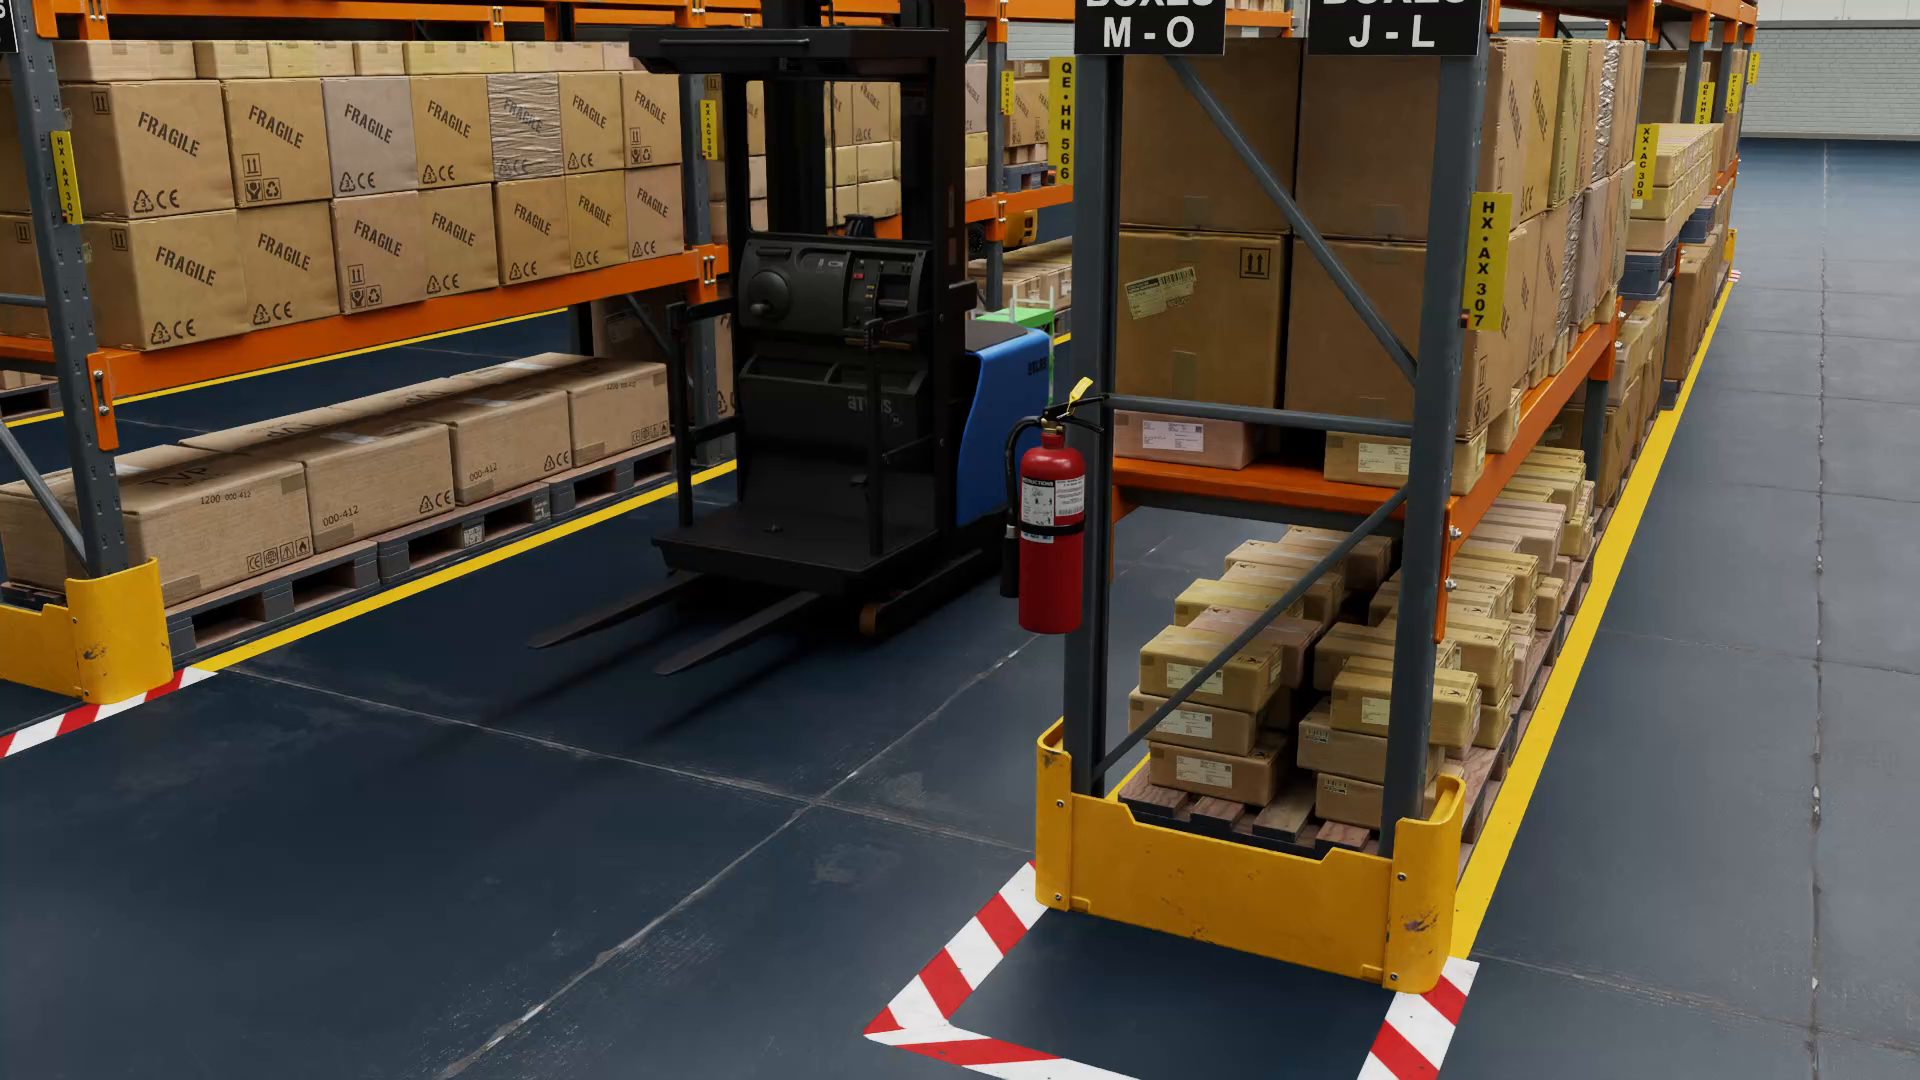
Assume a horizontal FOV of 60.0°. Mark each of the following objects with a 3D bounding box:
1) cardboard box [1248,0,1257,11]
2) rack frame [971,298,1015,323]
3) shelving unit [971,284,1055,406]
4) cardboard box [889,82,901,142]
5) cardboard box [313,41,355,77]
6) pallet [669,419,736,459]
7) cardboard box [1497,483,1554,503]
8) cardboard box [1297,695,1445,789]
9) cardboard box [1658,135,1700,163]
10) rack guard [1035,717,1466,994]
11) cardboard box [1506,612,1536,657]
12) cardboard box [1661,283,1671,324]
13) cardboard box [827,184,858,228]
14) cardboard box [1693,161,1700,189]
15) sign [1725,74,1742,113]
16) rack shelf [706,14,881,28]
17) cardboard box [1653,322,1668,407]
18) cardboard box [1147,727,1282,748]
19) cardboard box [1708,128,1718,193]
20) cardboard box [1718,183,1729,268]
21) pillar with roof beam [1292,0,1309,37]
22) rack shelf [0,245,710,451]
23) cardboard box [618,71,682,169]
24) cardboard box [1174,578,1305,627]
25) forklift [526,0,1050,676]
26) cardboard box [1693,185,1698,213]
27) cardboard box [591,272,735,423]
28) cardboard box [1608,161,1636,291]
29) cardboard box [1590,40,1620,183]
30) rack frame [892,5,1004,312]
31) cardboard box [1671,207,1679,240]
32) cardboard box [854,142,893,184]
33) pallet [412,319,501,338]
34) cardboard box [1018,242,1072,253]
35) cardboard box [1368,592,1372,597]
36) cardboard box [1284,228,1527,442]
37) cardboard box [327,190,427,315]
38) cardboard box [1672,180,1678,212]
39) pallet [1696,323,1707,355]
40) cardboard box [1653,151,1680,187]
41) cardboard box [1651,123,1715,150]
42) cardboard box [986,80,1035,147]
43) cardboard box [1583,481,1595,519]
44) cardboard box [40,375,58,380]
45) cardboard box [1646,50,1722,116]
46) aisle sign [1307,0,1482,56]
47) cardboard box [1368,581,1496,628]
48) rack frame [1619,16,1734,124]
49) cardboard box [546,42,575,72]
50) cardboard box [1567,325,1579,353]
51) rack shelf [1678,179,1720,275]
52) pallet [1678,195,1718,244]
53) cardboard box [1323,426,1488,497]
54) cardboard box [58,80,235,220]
[{"bbox_3d":[3.061,-5.931,18.398,0.380,0.149,0.250,8,18,25],"label":"cardboard box"},{"bbox_3d":[0.167,-0.663,8.648,0.240,1.200,0.015,8,19,26],"label":"rack frame"},{"bbox_3d":[0.280,-0.724,8.856,0.258,1.200,0.503,8,19,26],"label":"shelving unit"},{"bbox_3d":[-0.579,-3.064,11.639,0.500,0.500,0.500,8,18,25],"label":"cardboard box"},{"bbox_3d":[-2.857,-2.085,7.204,0.380,0.149,0.250,8,18,26],"label":"cardboard box"},{"bbox_3d":[-1.642,-0.809,10.878,1.003,0.211,1.213,8,18,25],"label":"pallet"},{"bbox_3d":[2.259,-0.141,6.956,0.380,0.149,0.250,9,19,27],"label":"cardboard box"},{"bbox_3d":[1.231,0.605,4.966,0.380,0.149,0.250,9,19,28],"label":"cardboard box"},{"bbox_3d":[3.836,-2.142,9.128,0.380,0.149,0.250,9,19,27],"label":"cardboard box"},{"bbox_3d":[0.801,0.862,4.744,1.175,0.500,0.348,8,18,25],"label":"rack guard"},{"bbox_3d":[1.967,0.360,6.314,0.380,0.149,0.250,8,18,25],"label":"cardboard box"},{"bbox_3d":[4.270,-1.510,10.674,0.500,0.250,0.500,8,18,24],"label":"cardboard box"},{"bbox_3d":[-1.013,-2.207,10.950,0.500,0.250,0.500,8,18,25],"label":"cardboard box"},{"bbox_3d":[3.954,-2.066,9.392,0.380,0.149,0.250,9,19,27],"label":"cardboard box"},{"bbox_3d":[6.619,-3.824,14.237,0.100,0.325,0.005,8,18,25],"label":"sign"},{"bbox_3d":[-1.893,-6.211,20.161,1.077,0.370,4.000,8,18,25],"label":"rack shelf"},{"bbox_3d":[4.281,-1.157,10.804,0.500,0.500,0.500,8,18,25],"label":"cardboard box"},{"bbox_3d":[0.840,0.609,5.474,0.380,0.149,0.250,9,19,27],"label":"cardboard box"},{"bbox_3d":[5.683,-2.997,13.171,0.500,0.500,0.500,8,18,26],"label":"cardboard box"},{"bbox_3d":[7.281,-3.170,16.922,0.875,0.875,0.875,8,18,25],"label":"cardboard box"},{"bbox_3d":[12.459,-14.006,39.874,9.100,9.000,0.400,8,18,25],"label":"pillar with roof beam"},{"bbox_3d":[-2.813,-1.086,8.174,1.077,0.370,4.000,8,18,25],"label":"rack shelf"},{"bbox_3d":[-1.883,-2.312,9.108,0.500,0.500,0.500,8,18,25],"label":"cardboard box"},{"bbox_3d":[0.942,0.257,5.615,0.380,0.149,0.250,8,18,24],"label":"cardboard box"},{"bbox_3d":[-0.668,-1.124,7.159,1.130,2.935,3.031,8,19,26],"label":"forklift"},{"bbox_3d":[4.072,-1.991,9.663,0.380,0.149,0.250,7,18,23],"label":"cardboard box"},{"bbox_3d":[-1.714,-1.291,10.596,0.875,0.875,0.875,9,19,27],"label":"cardboard box"},{"bbox_3d":[2.591,-1.367,7.161,0.500,0.500,0.500,8,18,25],"label":"cardboard box"},{"bbox_3d":[2.118,-1.591,6.157,0.500,0.500,0.500,9,19,27],"label":"cardboard box"},{"bbox_3d":[-0.132,-2.959,13.217,1.000,3.000,0.127,8,18,25],"label":"rack frame"},{"bbox_3d":[3.376,-1.593,8.323,0.380,0.149,0.250,8,18,26],"label":"cardboard box"},{"bbox_3d":[-0.789,-2.574,11.309,0.500,0.250,0.500,7,18,24],"label":"cardboard box"},{"bbox_3d":[-4.942,-2.067,15.113,1.003,0.211,1.213,8,18,25],"label":"pallet"},{"bbox_3d":[1.105,-2.602,15.893,0.950,0.372,0.625,9,19,29],"label":"cardboard box"},{"bbox_3d":[1.427,0.132,6.558,0.380,0.149,0.250,8,18,26],"label":"cardboard box"},{"bbox_3d":[1.215,-0.587,4.533,0.500,0.500,0.500,9,19,28],"label":"cardboard box"},{"bbox_3d":[-2.791,-1.314,7.505,0.500,0.500,0.500,8,18,25],"label":"cardboard box"},{"bbox_3d":[3.256,-1.667,8.051,0.380,0.149,0.250,8,18,24],"label":"cardboard box"},{"bbox_3d":[5.852,-1.831,14.317,1.003,0.211,1.213,8,18,25],"label":"pallet"},{"bbox_3d":[3.142,-1.744,7.786,0.380,0.149,0.250,9,19,28],"label":"cardboard box"},{"bbox_3d":[4.533,-2.538,10.458,0.380,0.149,0.250,7,18,23],"label":"cardboard box"},{"bbox_3d":[0.276,-3.436,13.388,0.500,0.500,0.500,8,18,24],"label":"cardboard box"},{"bbox_3d":[2.698,-0.192,7.651,0.380,0.149,0.250,9,19,26],"label":"cardboard box"},{"bbox_3d":[-6.348,-1.226,11.653,0.380,0.149,0.250,7,18,24],"label":"cardboard box"},{"bbox_3d":[6.325,-4.053,14.741,0.875,0.550,0.550,8,18,25],"label":"cardboard box"},{"bbox_3d":[1.003,-1.506,3.762,0.394,0.787,0.004,8,18,25],"label":"aisle sign"},{"bbox_3d":[1.584,0.266,5.586,0.380,0.149,0.250,7,18,23],"label":"cardboard box"},{"bbox_3d":[6.129,-3.374,14.614,1.000,3.000,0.127,8,18,25],"label":"rack frame"},{"bbox_3d":[-2.204,-2.477,8.524,0.380,0.149,0.250,8,18,25],"label":"cardboard box"},{"bbox_3d":[2.214,-0.837,6.517,0.380,0.149,0.250,7,18,23],"label":"cardboard box"},{"bbox_3d":[5.235,-2.519,13.001,1.077,0.370,4.000,8,18,25],"label":"rack shelf"},{"bbox_3d":[4.118,-2.068,10.554,1.213,0.211,1.003,8,18,25],"label":"pallet"},{"bbox_3d":[1.205,-0.237,4.496,0.380,0.149,0.250,8,18,25],"label":"cardboard box"},{"bbox_3d":[-3.237,-1.534,6.490,0.500,0.500,0.500,8,18,24],"label":"cardboard box"}]
